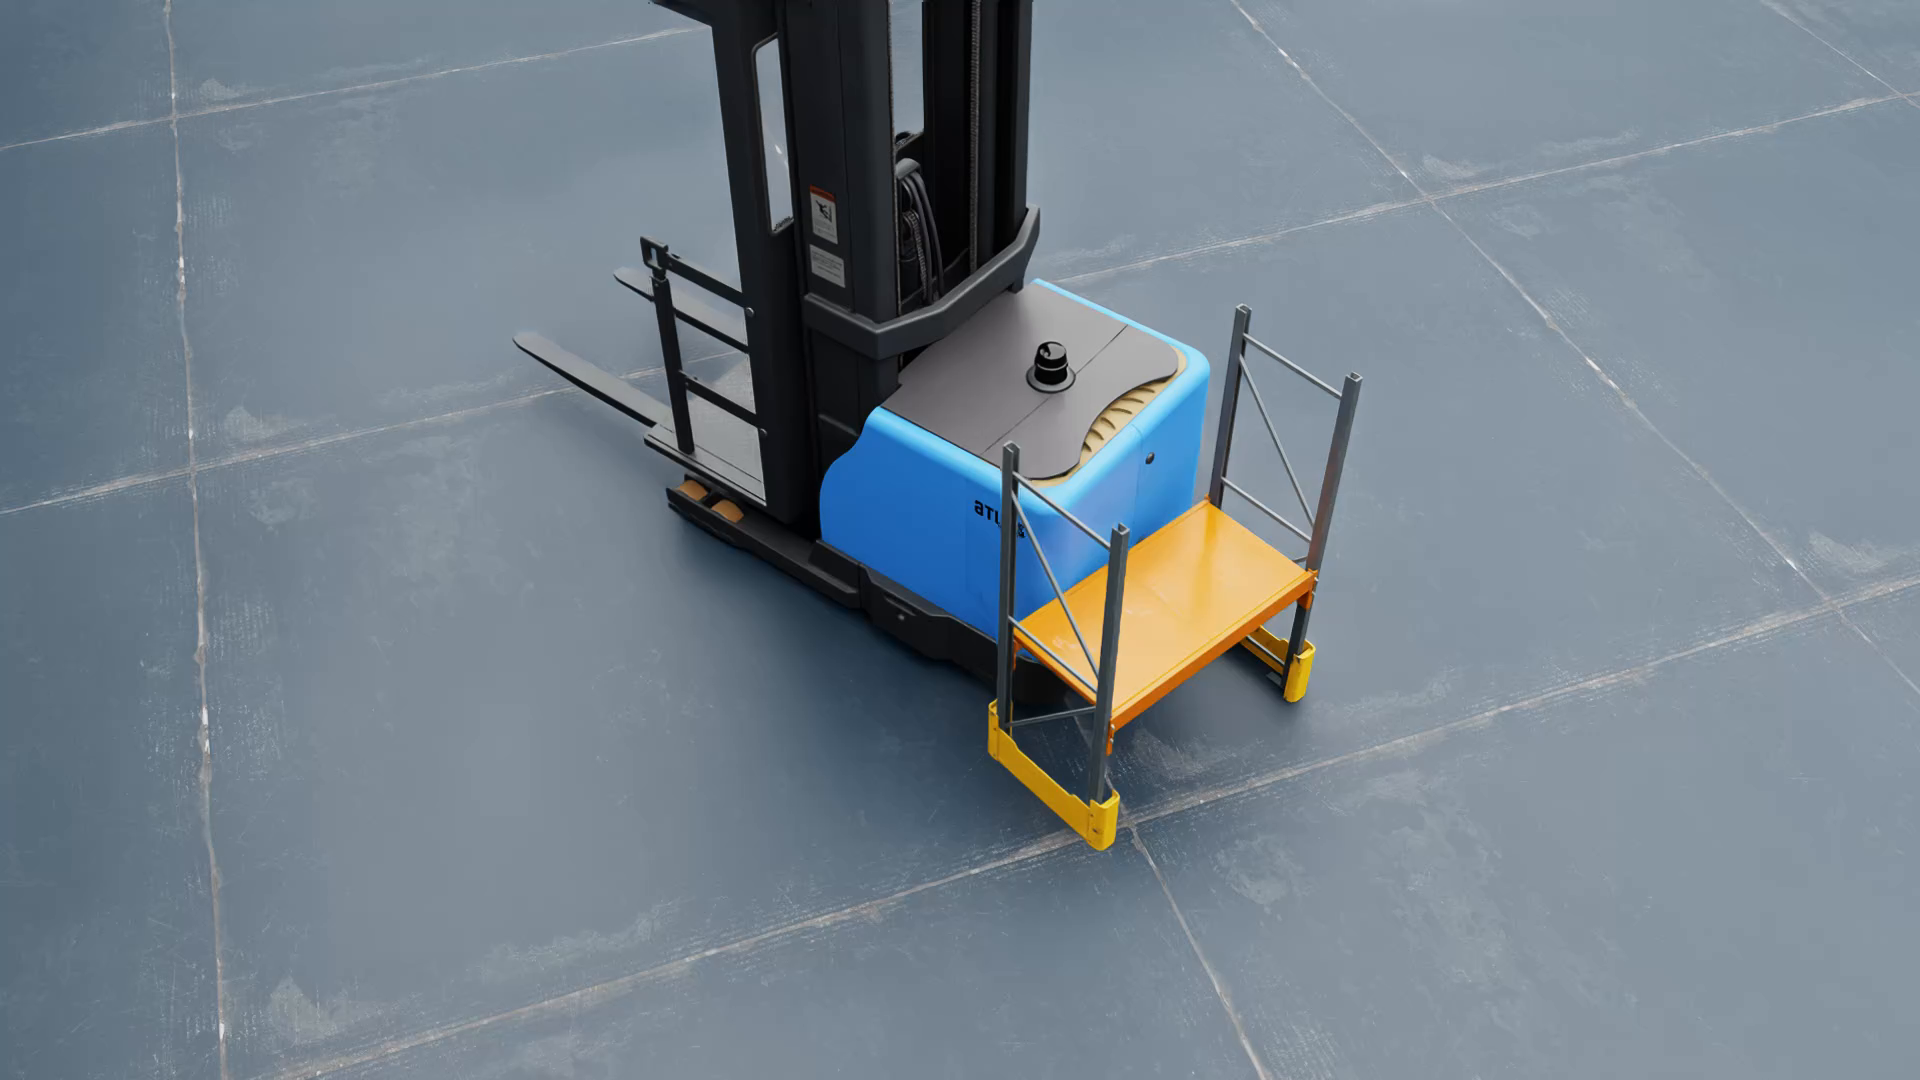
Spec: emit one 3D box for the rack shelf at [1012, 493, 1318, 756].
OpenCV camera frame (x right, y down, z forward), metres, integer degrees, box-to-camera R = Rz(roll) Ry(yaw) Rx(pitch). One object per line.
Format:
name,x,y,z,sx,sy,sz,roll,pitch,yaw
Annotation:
rack shelf,0.685,0.265,5.681,1.000,0.185,0.538,-32,53,-28

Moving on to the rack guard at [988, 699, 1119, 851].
rack guard,0.316,0.807,5.769,0.087,0.250,0.587,-32,53,-28

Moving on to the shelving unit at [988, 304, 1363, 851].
shelving unit,0.692,0.134,5.558,1.083,1.500,0.587,-32,53,-28

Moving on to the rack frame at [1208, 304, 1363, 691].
rack frame,1.068,-0.098,5.789,0.032,1.500,0.500,-32,53,-28

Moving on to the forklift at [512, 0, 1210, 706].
forklift,-0.571,-1.298,5.975,3.031,2.935,1.130,29,52,26

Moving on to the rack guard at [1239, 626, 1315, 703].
rack guard,1.068,0.344,6.231,0.087,0.250,0.587,-32,53,-28

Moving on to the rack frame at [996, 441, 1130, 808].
rack frame,0.302,0.375,5.318,0.032,1.500,0.500,-32,53,-28
